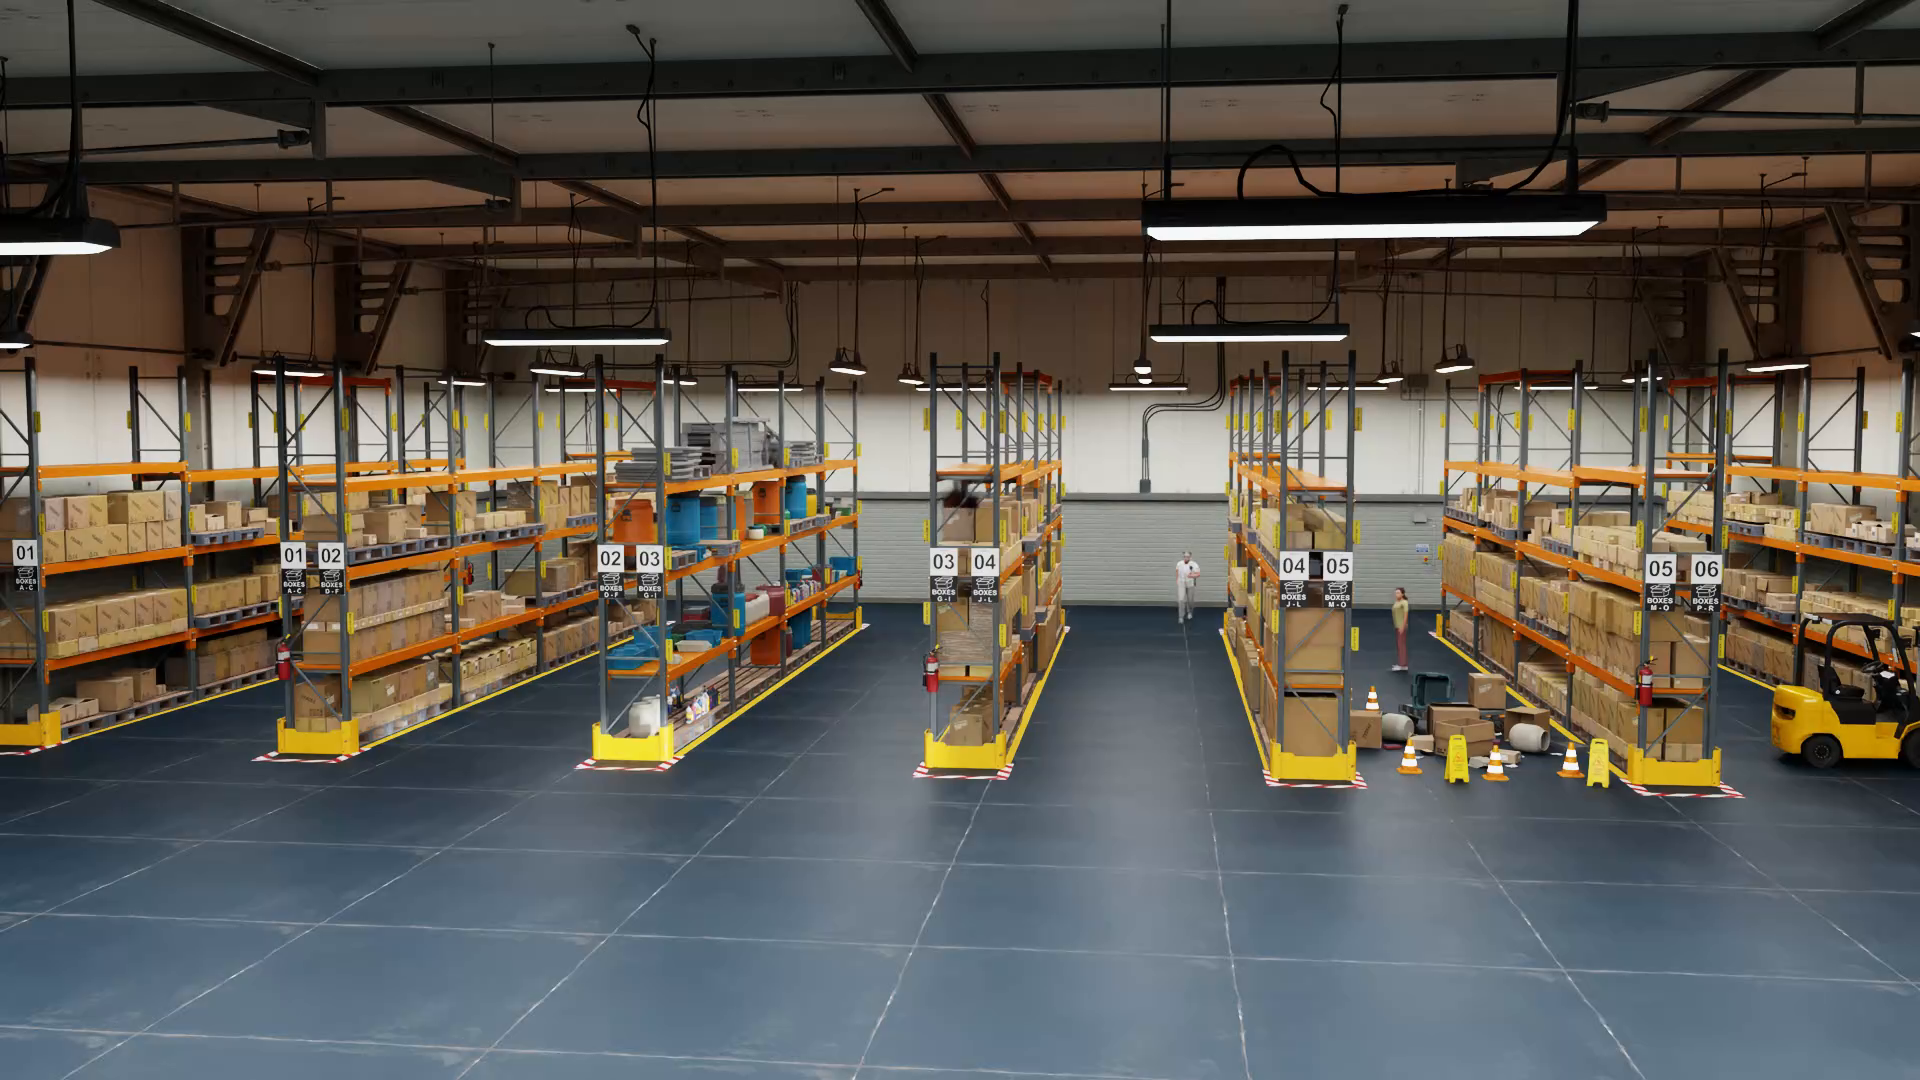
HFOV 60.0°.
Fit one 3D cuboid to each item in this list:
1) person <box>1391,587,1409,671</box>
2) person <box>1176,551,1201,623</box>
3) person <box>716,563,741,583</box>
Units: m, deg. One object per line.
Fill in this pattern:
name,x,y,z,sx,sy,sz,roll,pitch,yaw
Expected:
person,8.881,1.787,33.580,0.329,1.673,0.476,0,4,3
person,5.727,1.177,41.785,0.641,1.826,0.825,1,4,11
person,-5.870,1.160,42.071,0.629,1.808,0.469,2,4,24
